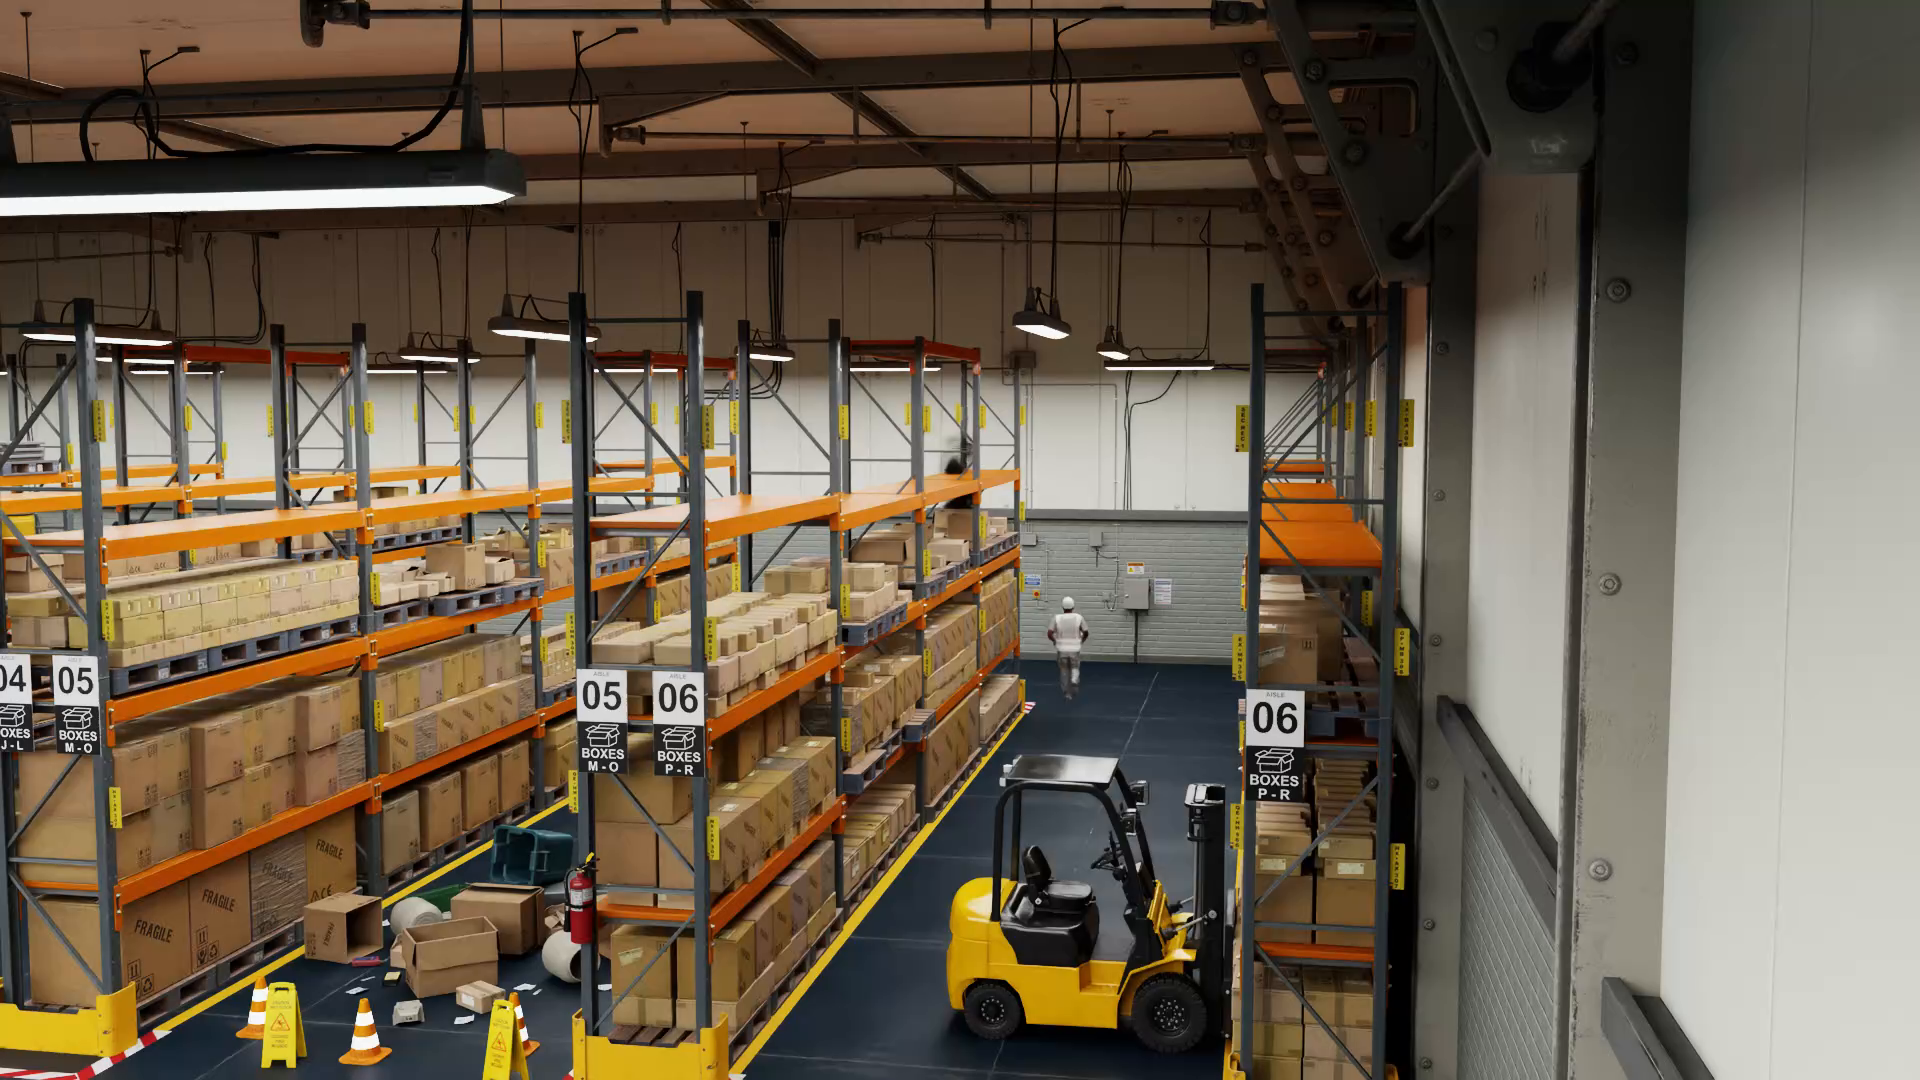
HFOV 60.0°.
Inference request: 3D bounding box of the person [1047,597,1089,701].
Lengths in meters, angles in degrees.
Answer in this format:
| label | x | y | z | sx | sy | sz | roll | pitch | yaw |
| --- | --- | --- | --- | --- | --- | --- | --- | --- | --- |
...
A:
| label | x | y | z | sx | sy | sz | roll | pitch | yaw |
| --- | --- | --- | --- | --- | --- | --- | --- | --- | --- |
| person | 1.780 | 1.801 | 27.400 | 0.677 | 1.748 | 0.756 | 0 | 5 | 4 |
